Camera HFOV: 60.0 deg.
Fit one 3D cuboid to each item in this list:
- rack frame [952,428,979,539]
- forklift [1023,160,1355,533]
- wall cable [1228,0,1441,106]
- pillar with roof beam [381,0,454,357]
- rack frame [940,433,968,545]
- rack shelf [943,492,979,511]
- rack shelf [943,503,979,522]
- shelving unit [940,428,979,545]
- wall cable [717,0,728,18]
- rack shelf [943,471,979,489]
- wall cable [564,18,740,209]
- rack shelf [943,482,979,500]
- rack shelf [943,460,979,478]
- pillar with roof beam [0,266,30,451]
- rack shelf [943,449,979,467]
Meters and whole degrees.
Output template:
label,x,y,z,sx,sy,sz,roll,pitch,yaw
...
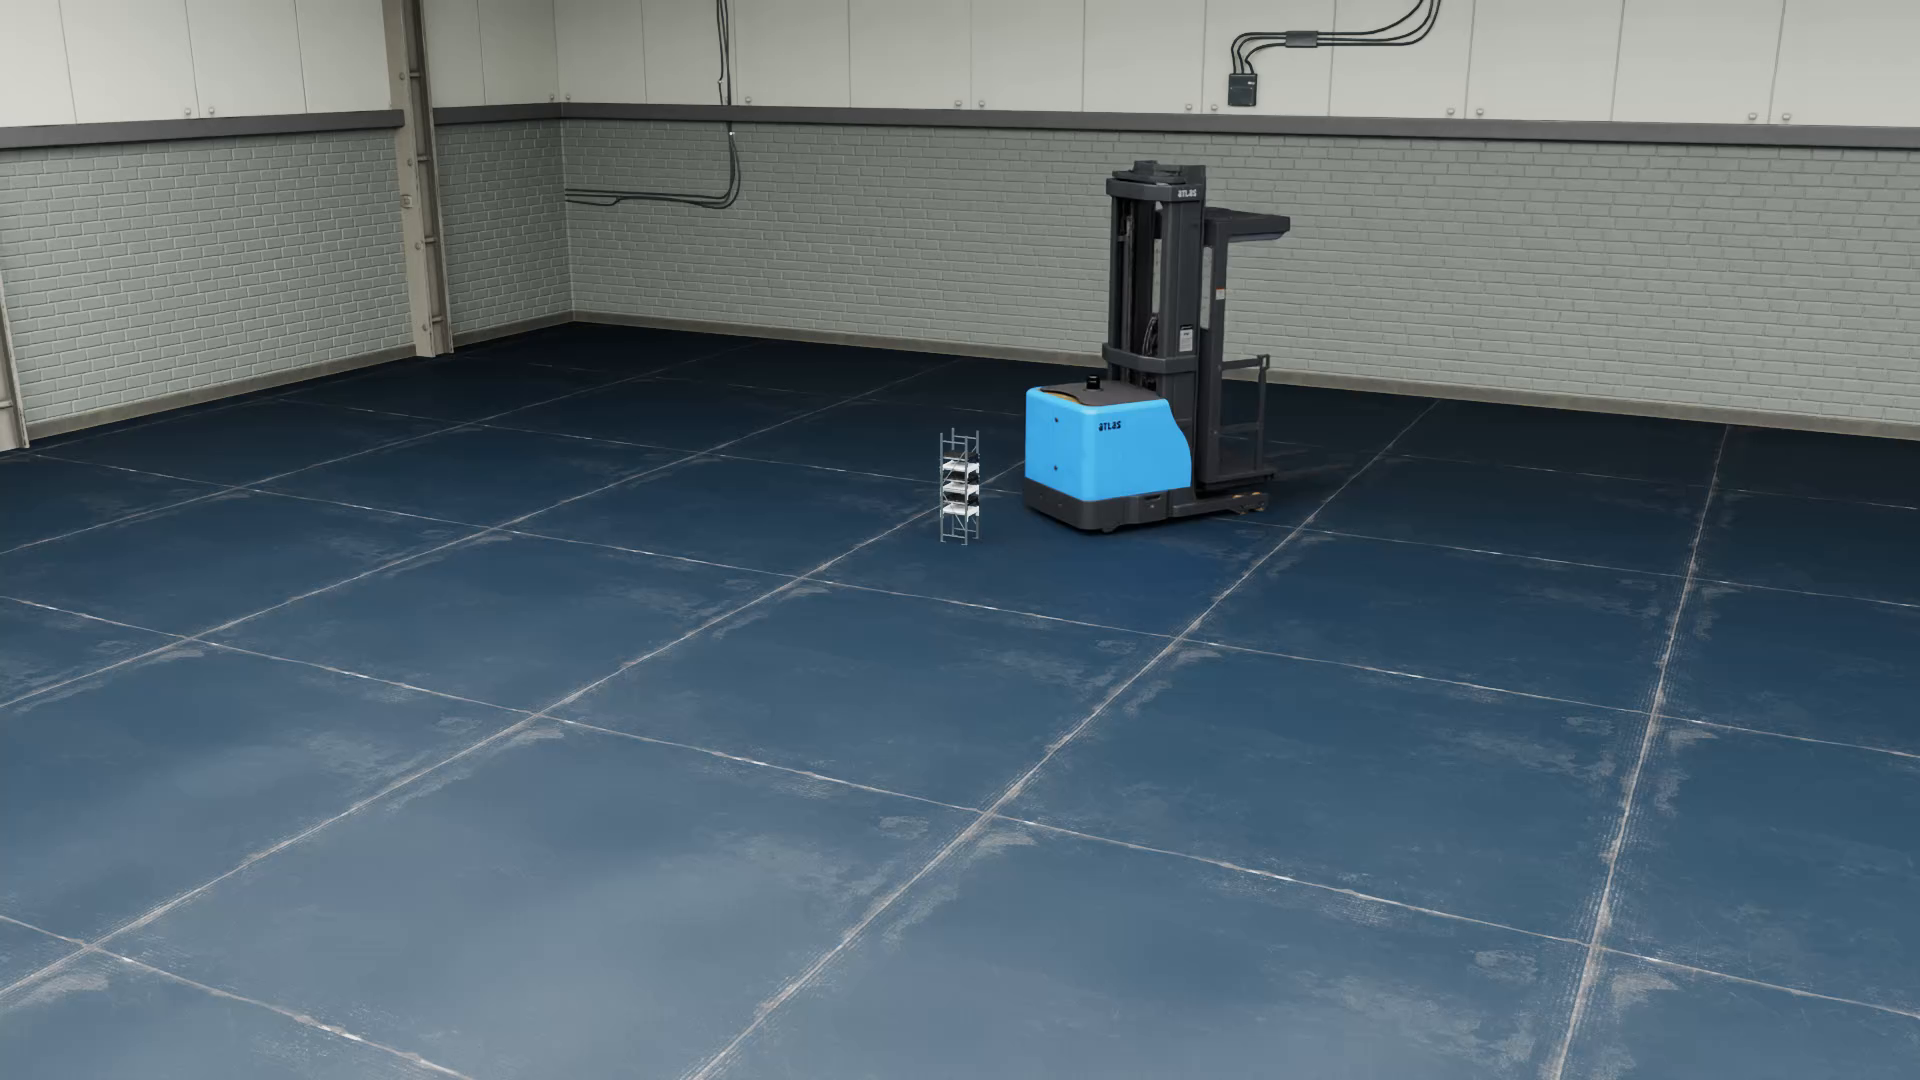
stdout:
label,x,y,z,sx,sy,sz,roll,pitch,yaw
rack frame,0.042,-0.455,13.476,0.240,0.900,0.006,8,18,25
forklift,2.085,-1.746,14.256,3.031,2.935,1.130,-9,19,-28
wall cable,4.127,-7.743,17.815,2.305,6.003,0.169,8,18,25
pillar with roof beam,-3.007,-6.195,18.575,9.100,9.000,0.400,8,18,25
rack frame,-0.049,-0.403,13.302,0.240,0.900,0.006,8,18,25
rack shelf,-0.004,-0.311,13.424,0.258,0.077,0.200,8,18,25
rack shelf,-0.004,-0.225,13.450,0.258,0.077,0.200,8,18,25
shelving unit,-0.004,-0.429,13.389,0.258,0.900,0.210,8,18,25
wall cable,-1.939,-7.913,20.944,3.097,2.526,0.112,8,18,25
rack shelf,-0.004,-0.484,13.373,0.258,0.077,0.200,8,18,25
wall cable,-4.359,-5.836,22.821,3.097,2.526,0.112,8,18,25
rack shelf,-0.004,-0.397,13.399,0.258,0.077,0.200,8,18,25
rack shelf,-0.004,-0.570,13.348,0.258,0.077,0.200,8,18,25
pillar with roof beam,-5.688,-4.666,13.430,9.100,9.000,0.400,8,18,25
rack shelf,-0.004,-0.656,13.322,0.258,0.077,0.200,8,18,25
